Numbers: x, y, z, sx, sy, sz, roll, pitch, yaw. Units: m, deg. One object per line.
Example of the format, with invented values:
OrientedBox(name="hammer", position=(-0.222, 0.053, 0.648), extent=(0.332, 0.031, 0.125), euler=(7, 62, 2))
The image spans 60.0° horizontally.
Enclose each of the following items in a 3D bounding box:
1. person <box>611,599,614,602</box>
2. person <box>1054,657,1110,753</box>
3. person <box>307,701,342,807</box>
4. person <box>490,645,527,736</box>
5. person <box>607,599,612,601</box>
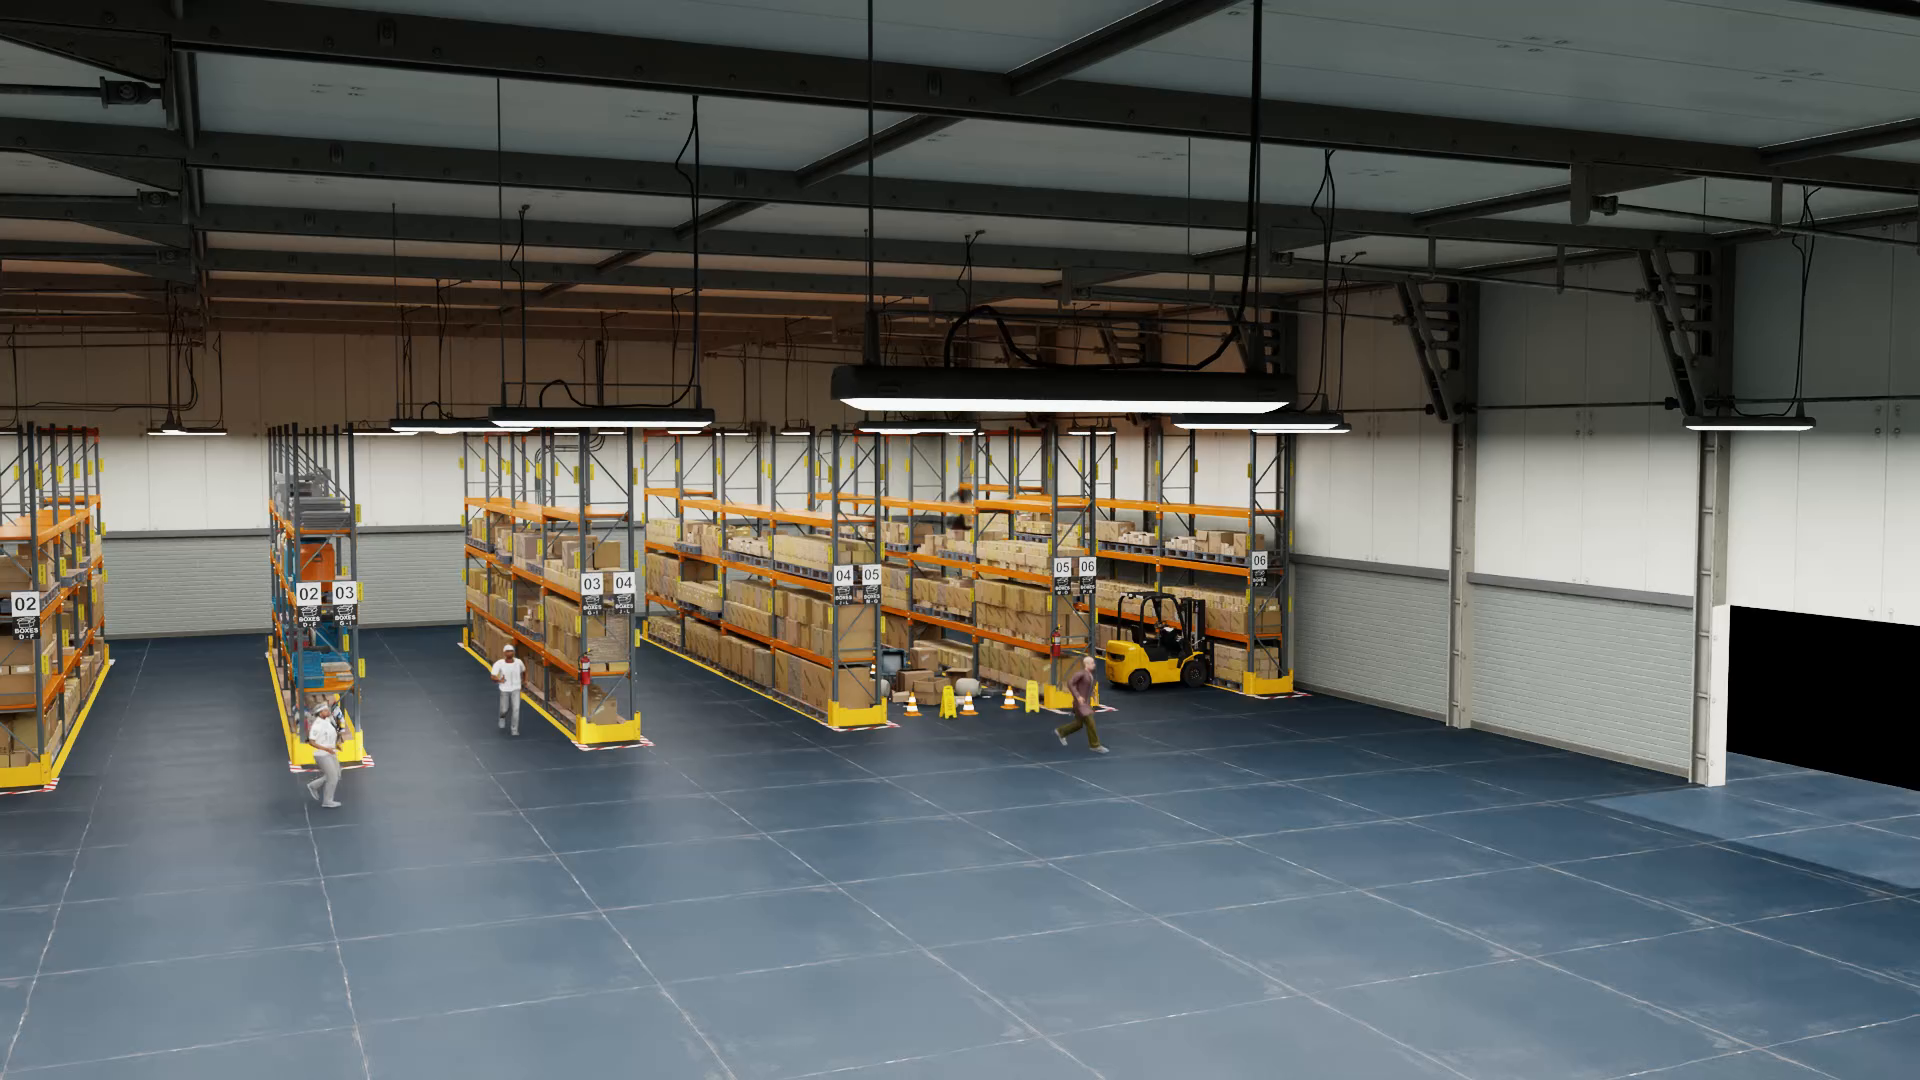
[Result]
OrientedBox(name="person", position=(-9.877, 1.944, 47.927), extent=(0.771, 1.733, 0.651), euler=(2, 4, 26))
OrientedBox(name="person", position=(2.196, 2.989, 30.337), extent=(1.108, 1.741, 0.741), euler=(2, 4, 29))
OrientedBox(name="person", position=(-9.871, 3.320, 25.798), extent=(0.546, 1.644, 0.574), euler=(0, 3, 3))
OrientedBox(name="person", position=(-8.702, 2.889, 32.144), extent=(0.718, 1.742, 0.866), euler=(-2, 4, -26))
OrientedBox(name="person", position=(-10.198, 2.039, 47.301), extent=(0.646, 1.637, 0.841), euler=(0, 3, 5))
